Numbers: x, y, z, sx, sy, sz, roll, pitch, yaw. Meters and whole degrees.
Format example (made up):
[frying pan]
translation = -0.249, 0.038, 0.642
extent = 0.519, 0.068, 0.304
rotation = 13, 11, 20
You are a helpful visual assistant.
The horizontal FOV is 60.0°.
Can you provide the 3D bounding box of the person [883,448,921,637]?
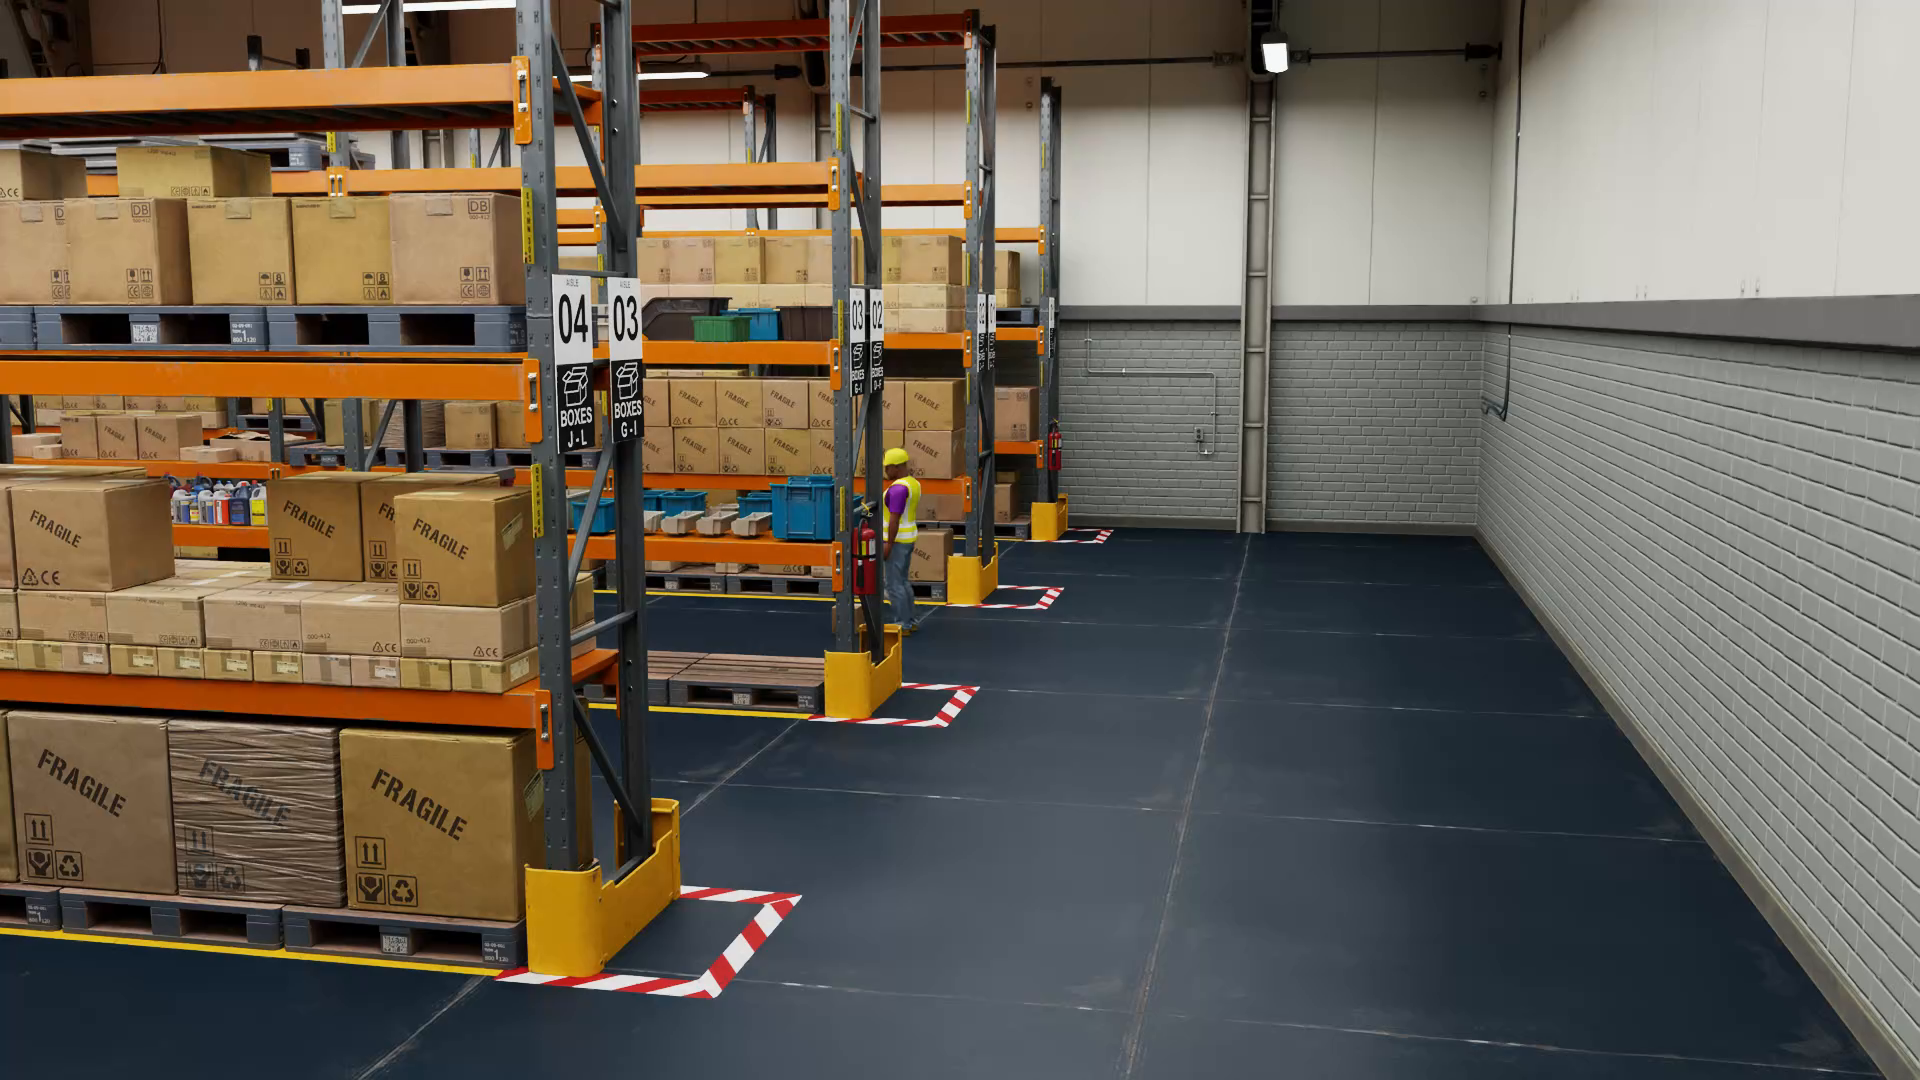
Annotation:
[person]
translation = -0.577, 0.016, 15.621
extent = 0.363, 1.760, 0.567
rotation = 2, 8, 12
